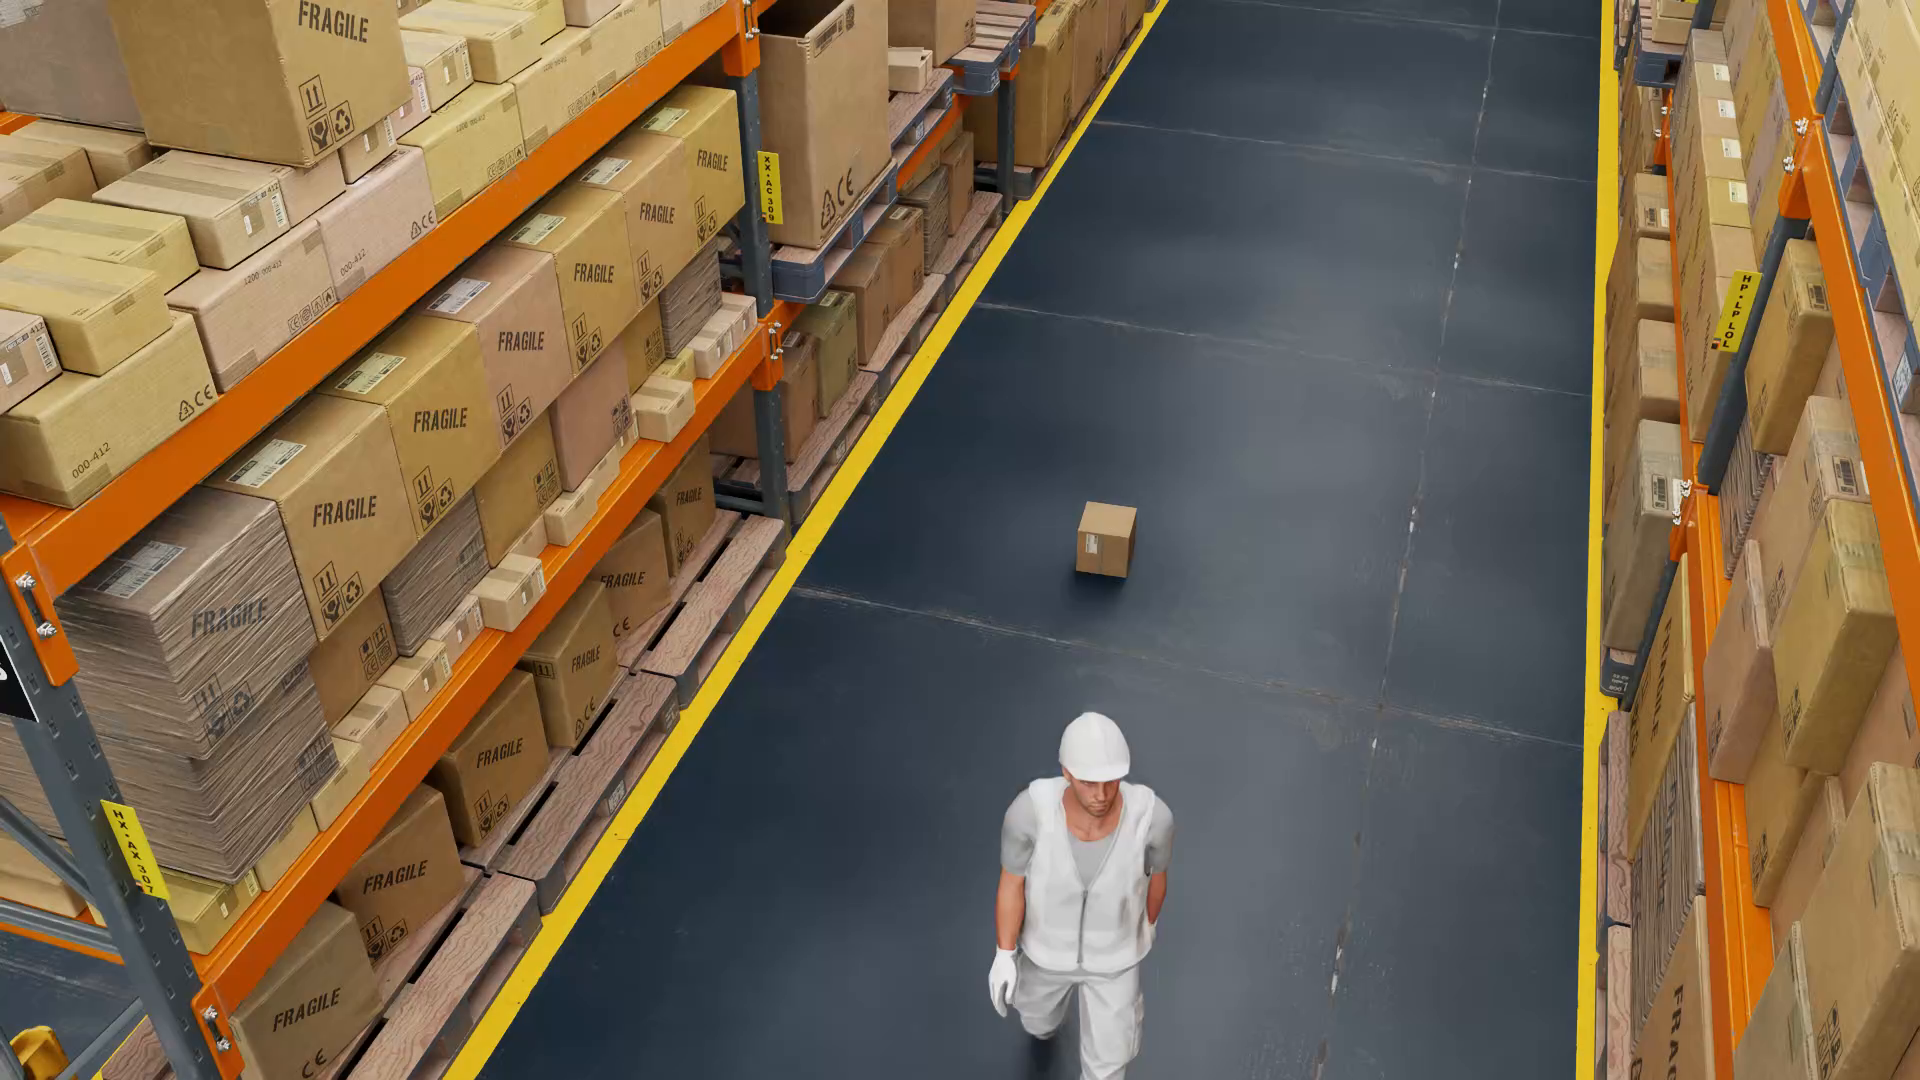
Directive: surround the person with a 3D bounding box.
[{"bbox_3d":[0.371,1.239,5.202,0.535,1.756,0.930,4,37,5],"label":"person"}]
